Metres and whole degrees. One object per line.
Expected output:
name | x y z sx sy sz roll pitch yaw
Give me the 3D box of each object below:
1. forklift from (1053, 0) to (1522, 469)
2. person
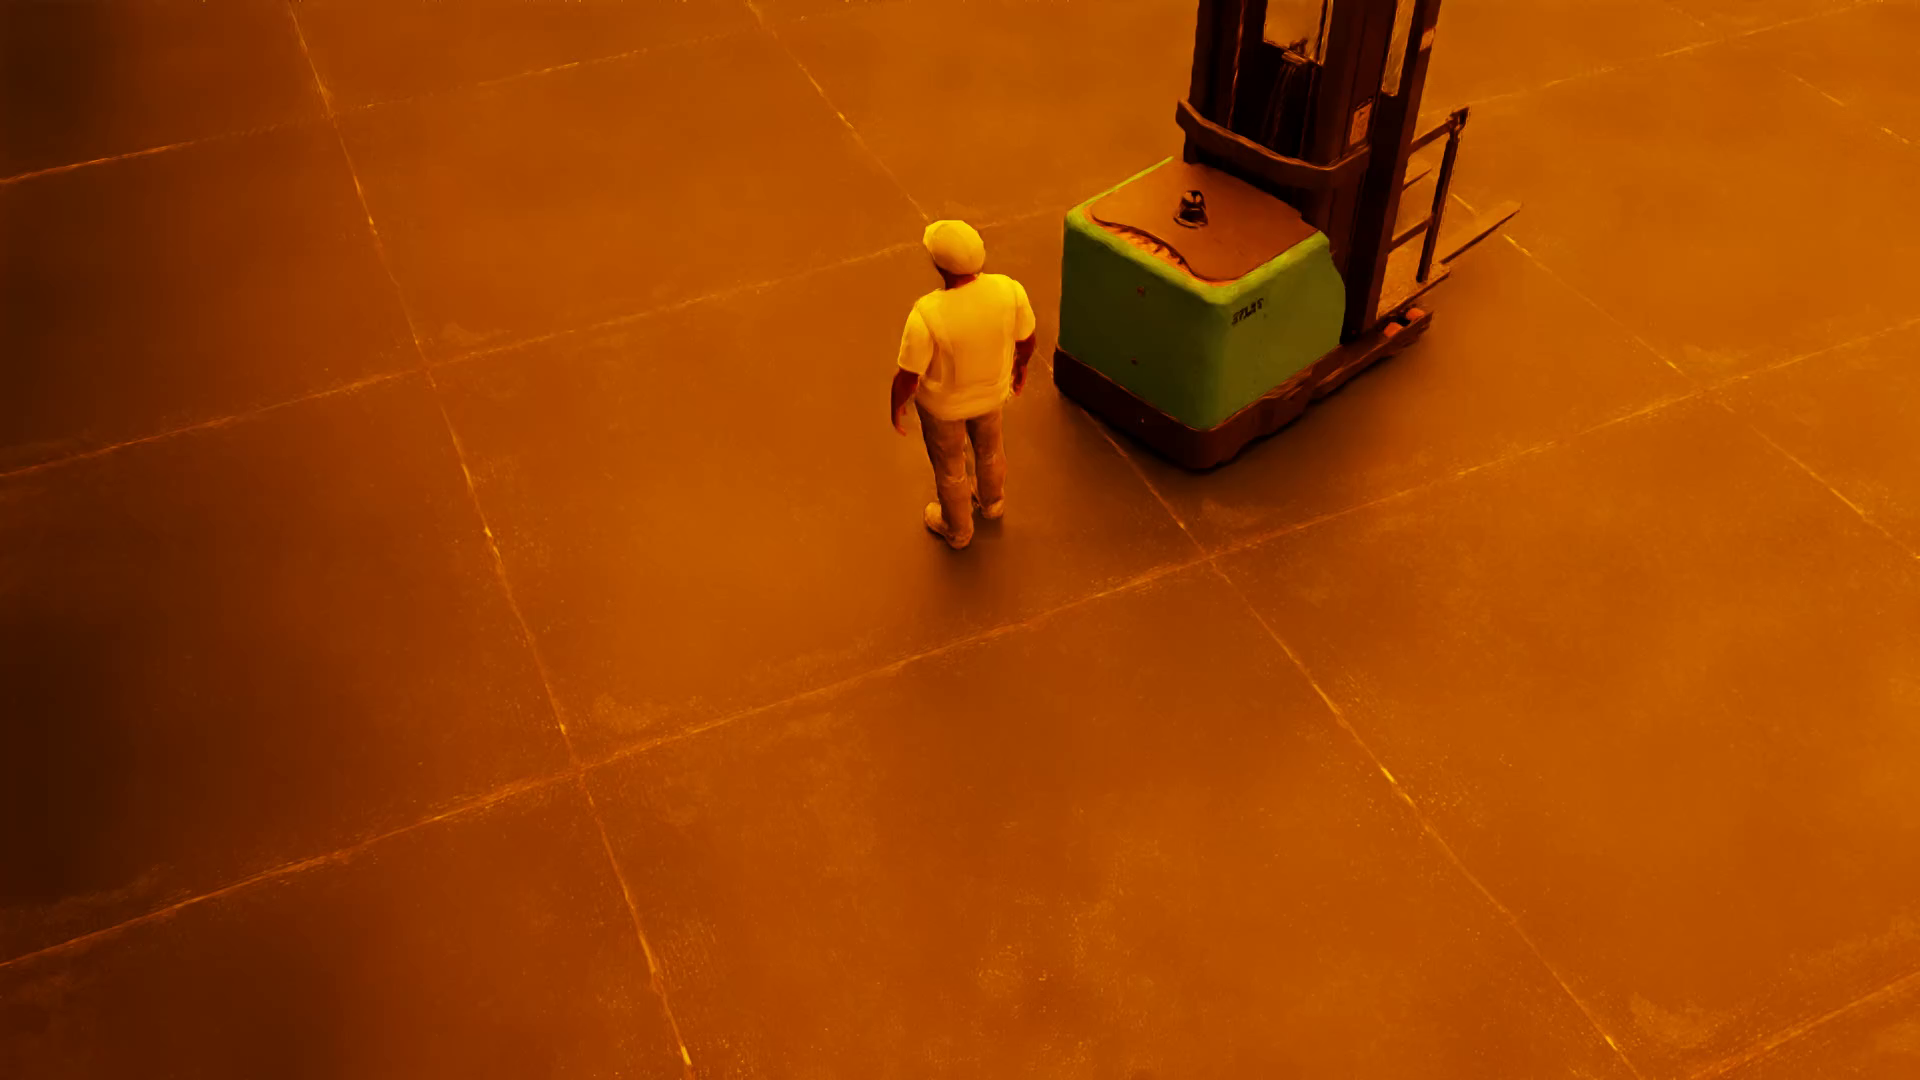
forklift | 1.903 -2.301 8.145 3.031 2.935 1.130 -33 52 -30
person | -0.024 -0.696 7.269 0.665 1.766 0.576 -18 46 -18
